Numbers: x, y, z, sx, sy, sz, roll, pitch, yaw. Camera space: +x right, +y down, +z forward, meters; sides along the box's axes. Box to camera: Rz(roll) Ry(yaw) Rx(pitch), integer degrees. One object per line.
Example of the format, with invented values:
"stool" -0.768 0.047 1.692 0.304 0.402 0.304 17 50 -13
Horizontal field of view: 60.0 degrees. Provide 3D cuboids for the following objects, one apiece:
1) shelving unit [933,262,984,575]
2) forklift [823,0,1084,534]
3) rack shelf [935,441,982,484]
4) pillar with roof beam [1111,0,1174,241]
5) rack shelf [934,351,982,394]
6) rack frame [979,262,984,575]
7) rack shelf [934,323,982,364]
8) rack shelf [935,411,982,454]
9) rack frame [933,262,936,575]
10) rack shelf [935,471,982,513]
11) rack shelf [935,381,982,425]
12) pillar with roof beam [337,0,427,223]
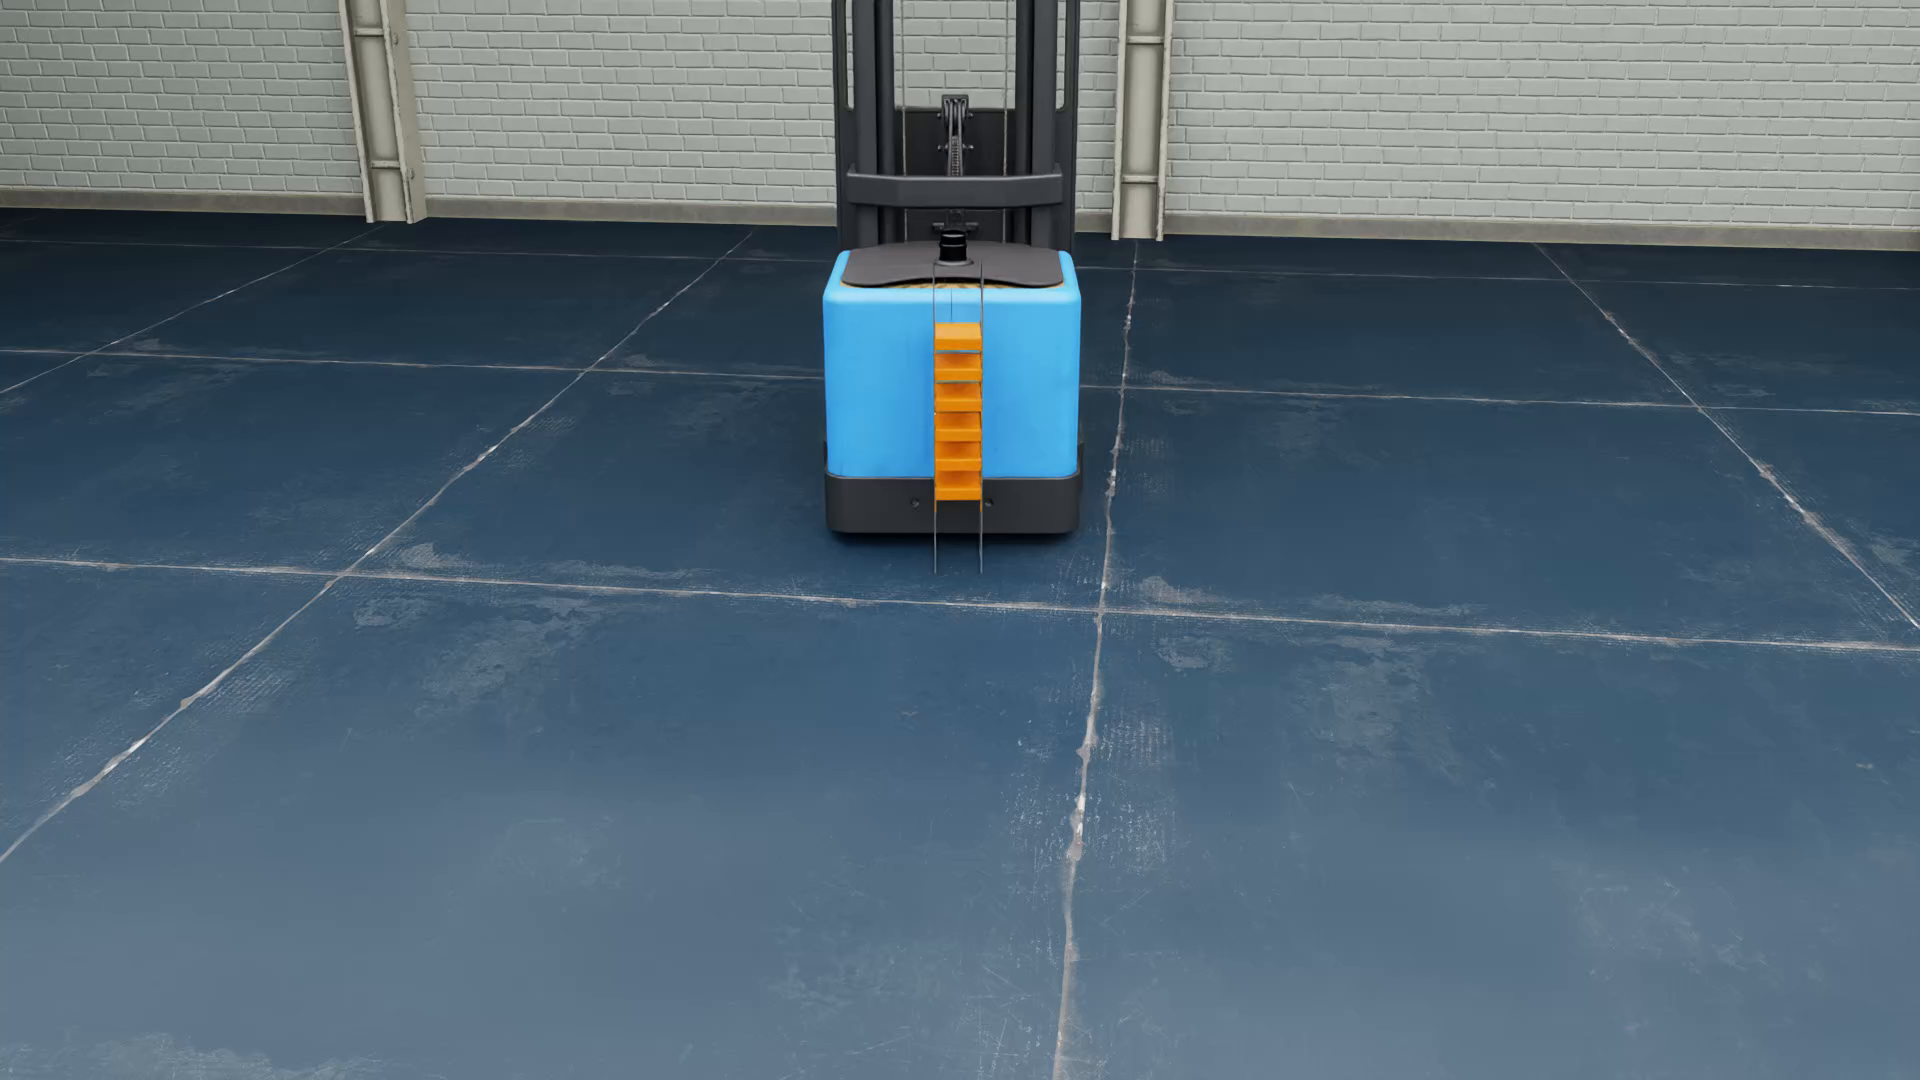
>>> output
"shelving unit" -0.008 -0.465 6.484 0.189 1.200 0.258 0 22 -1
"forklift" -0.015 -1.880 7.708 1.130 2.935 3.031 0 22 1
"rack shelf" -0.008 -0.312 6.544 0.180 0.103 0.258 0 22 -1
"pillar with roof beam" 0.870 -4.968 7.266 0.400 9.000 9.100 2 22 6
"rack shelf" -0.008 -0.647 6.412 0.180 0.103 0.258 0 22 -1
"rack frame" 0.084 -0.465 6.485 0.006 1.200 0.240 0 22 -1
"rack shelf" -0.008 -0.758 6.368 0.180 0.103 0.258 0 22 -1
"rack shelf" -0.008 -0.423 6.500 0.180 0.103 0.258 0 22 -1
"rack frame" -0.099 -0.464 6.482 0.006 1.200 0.240 0 22 -1
"rack shelf" -0.008 -0.200 6.588 0.180 0.103 0.258 0 22 -1
"rack shelf" -0.008 -0.535 6.456 0.180 0.103 0.258 0 22 -1
"pillar with roof beam" -5.089 -5.227 7.922 0.400 9.000 9.100 2 22 6
